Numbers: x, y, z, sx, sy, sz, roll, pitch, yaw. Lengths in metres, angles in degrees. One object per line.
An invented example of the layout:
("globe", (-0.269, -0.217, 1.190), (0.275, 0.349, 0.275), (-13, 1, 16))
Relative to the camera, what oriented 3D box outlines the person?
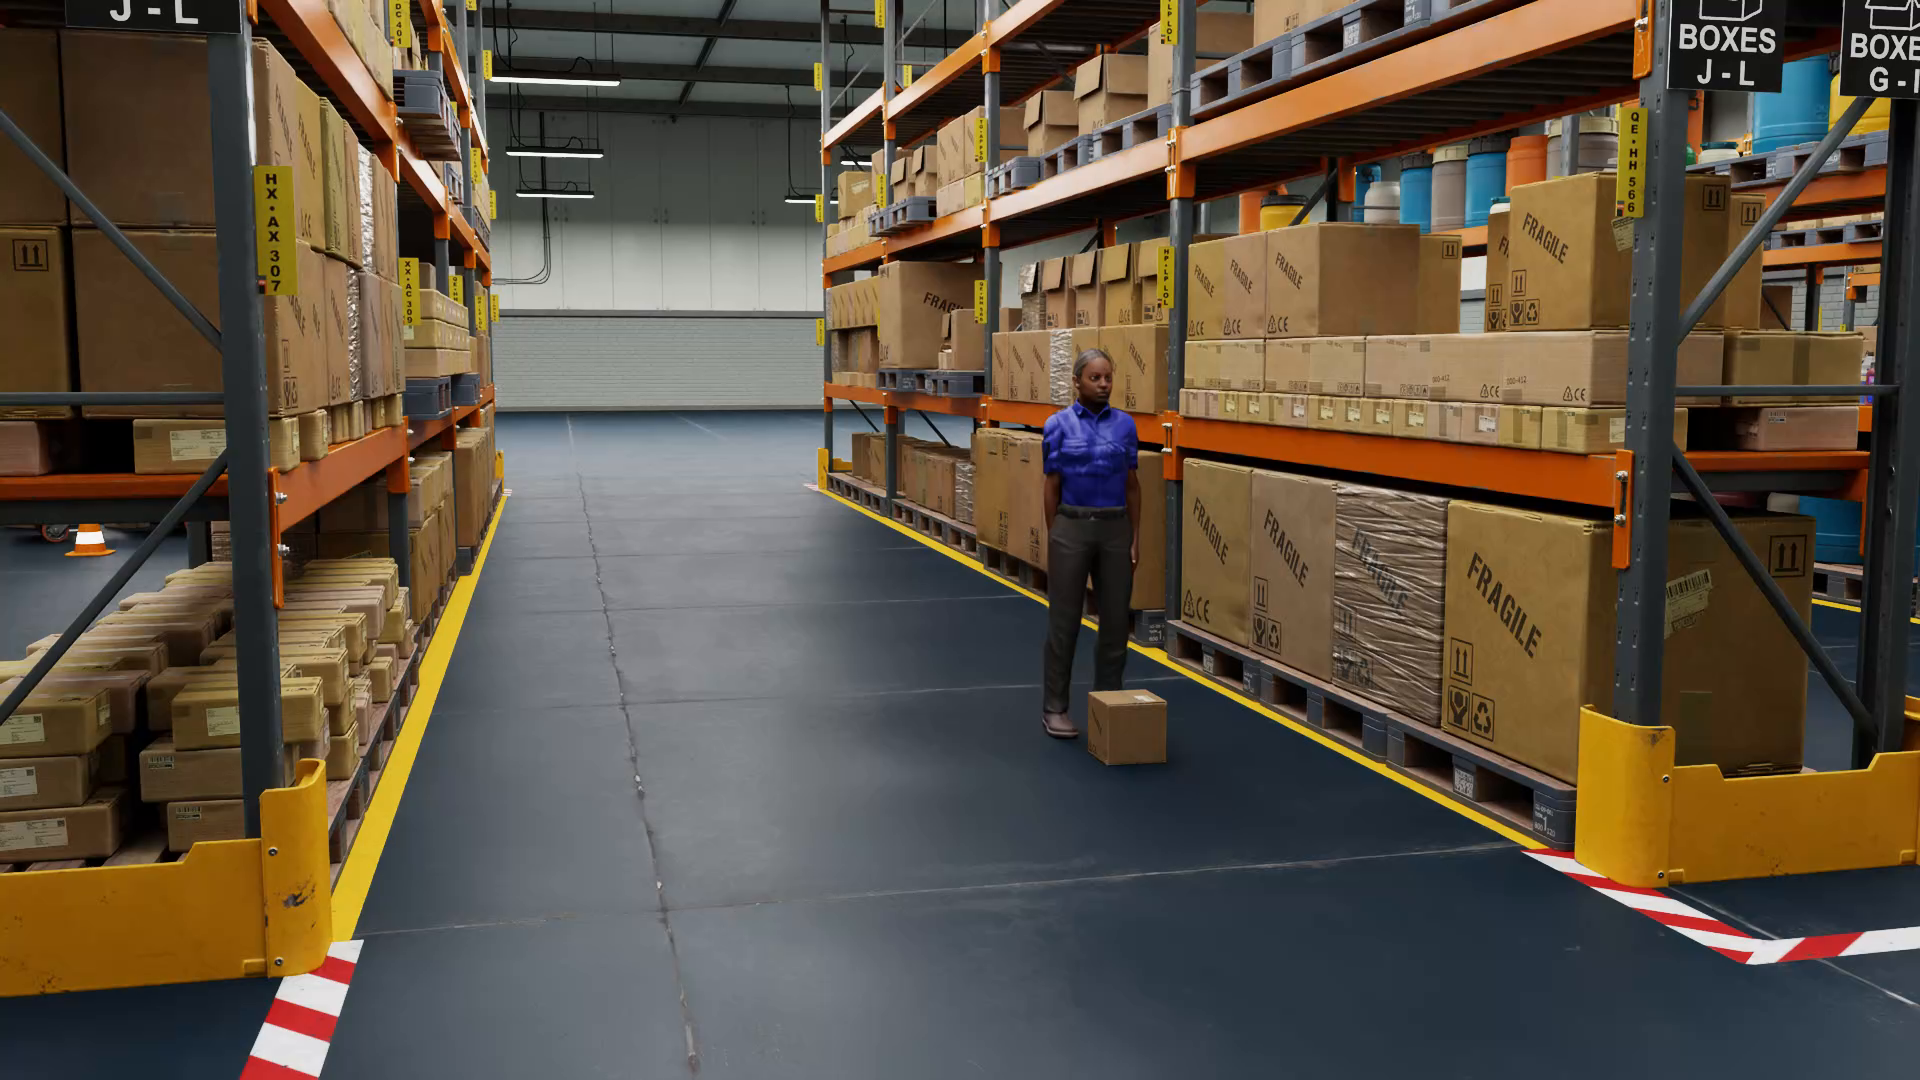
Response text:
("person", (0.573, 0.009, 7.147), (0.437, 1.656, 0.299), (-1, 6, -12))
